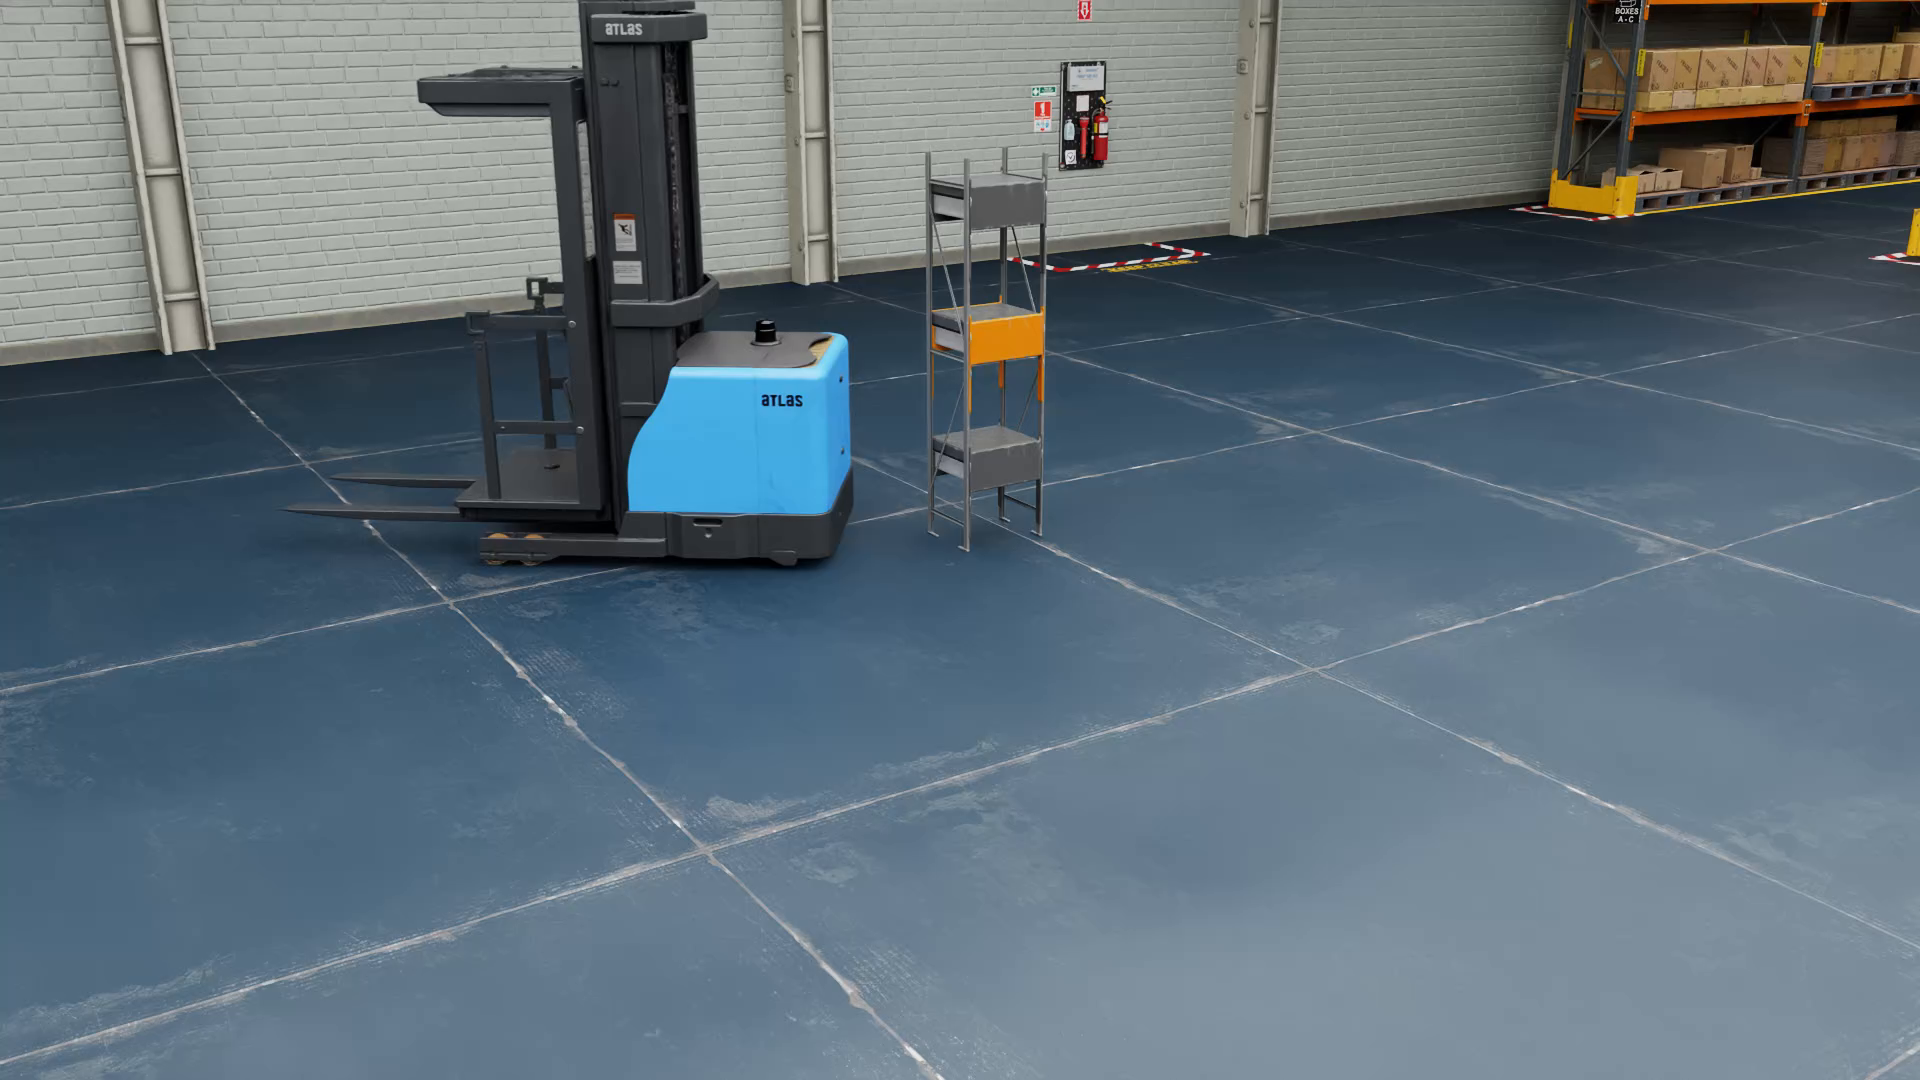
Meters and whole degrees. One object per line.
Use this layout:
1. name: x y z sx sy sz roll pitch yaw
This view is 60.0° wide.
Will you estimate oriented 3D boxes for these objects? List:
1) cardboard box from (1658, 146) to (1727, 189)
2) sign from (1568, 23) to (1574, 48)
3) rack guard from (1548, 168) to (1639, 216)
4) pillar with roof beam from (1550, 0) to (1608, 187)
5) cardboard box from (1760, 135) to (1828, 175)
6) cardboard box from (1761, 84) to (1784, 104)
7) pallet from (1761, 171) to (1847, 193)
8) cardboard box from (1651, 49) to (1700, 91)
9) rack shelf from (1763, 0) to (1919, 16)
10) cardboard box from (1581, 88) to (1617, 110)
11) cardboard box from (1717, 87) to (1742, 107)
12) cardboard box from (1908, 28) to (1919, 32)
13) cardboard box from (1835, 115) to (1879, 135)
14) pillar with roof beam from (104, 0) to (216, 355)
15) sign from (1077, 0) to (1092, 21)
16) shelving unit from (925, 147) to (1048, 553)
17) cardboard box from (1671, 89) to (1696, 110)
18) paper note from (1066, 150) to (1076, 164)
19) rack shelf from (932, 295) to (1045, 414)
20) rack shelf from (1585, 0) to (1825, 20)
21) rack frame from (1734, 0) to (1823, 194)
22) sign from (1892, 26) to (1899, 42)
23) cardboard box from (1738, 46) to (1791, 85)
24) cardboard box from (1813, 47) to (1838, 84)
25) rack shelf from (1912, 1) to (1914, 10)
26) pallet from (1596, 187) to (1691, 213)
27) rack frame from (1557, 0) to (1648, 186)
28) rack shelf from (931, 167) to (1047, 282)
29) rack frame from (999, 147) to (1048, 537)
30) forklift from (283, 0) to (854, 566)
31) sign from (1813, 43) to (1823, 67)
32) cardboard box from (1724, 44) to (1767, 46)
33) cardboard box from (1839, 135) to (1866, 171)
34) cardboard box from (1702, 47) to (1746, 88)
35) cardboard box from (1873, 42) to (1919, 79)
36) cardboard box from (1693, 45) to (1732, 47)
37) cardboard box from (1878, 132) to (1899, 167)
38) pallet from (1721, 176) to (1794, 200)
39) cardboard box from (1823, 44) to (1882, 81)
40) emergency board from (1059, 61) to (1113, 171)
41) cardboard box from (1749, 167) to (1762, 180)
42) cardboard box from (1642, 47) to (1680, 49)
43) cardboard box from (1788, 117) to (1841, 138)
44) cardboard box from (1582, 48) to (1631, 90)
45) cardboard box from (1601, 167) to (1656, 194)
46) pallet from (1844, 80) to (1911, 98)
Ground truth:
1. cardboard box: 10.160 -5.185 23.113 0.500 0.500 0.700 -14 23 -35
2. sign: 8.128 -6.697 22.068 0.005 0.325 0.100 -12 22 -31
3. rack guard: 8.480 -4.676 22.294 0.348 0.500 1.175 -12 22 -31
4. pillar with roof beam: 10.893 -7.892 18.537 0.400 9.000 9.100 -12 22 -31
5. cardboard box: 12.362 -5.709 24.665 0.500 0.500 0.700 -11 22 -30
6. cardboard box: 11.107 -6.239 23.220 0.500 0.250 0.500 -12 22 -31
7. pallet: 12.406 -5.367 24.792 1.213 0.211 1.003 -12 22 -31
8. cardboard box: 9.398 -6.228 22.016 0.500 0.500 0.500 -12 22 -31
9. rack shelf: 13.427 -7.983 24.615 4.000 0.370 1.077 -12 22 -31
10. cardboard box: 8.700 -5.919 22.272 0.500 0.250 0.500 -12 22 -31
11. cardboard box: 10.276 -6.058 22.682 0.500 0.250 0.500 -12 22 -31
12. cardboard box: 15.334 -7.958 26.277 0.500 0.250 0.500 -11 22 -30
13. cardboard box: 13.588 -6.319 25.297 0.500 0.250 0.500 -12 22 -32
14. pillar with roof beam: -4.141 -4.721 9.158 0.400 9.000 9.100 -12 22 -31
15. sign: 1.368 -5.843 18.223 0.199 0.298 0.001 -12 22 -31
16. shelving unit: 0.138 -1.024 8.995 0.503 2.100 0.431 -12 22 -31
17. cardboard box: 9.424 -5.881 22.160 0.500 0.250 0.500 -13 22 -33
18. paper note: 1.243 -4.289 18.624 0.142 0.148 0.016 -12 22 -31
19. rack shelf: 0.138 -1.011 8.999 0.480 0.518 0.431 -12 22 -31
20. rack shelf: 10.086 -7.279 22.531 4.000 0.370 1.077 -12 22 -31
21. rack frame: 11.757 -6.551 23.938 0.127 3.000 1.000 -12 22 -31
22. sign: 14.790 -7.952 26.274 0.005 0.325 0.100 -12 22 -31
23. cardboard box: 11.118 -6.589 23.084 0.500 0.500 0.500 -12 22 -32
24. cardboard box: 12.201 -6.887 24.090 0.500 0.500 0.700 -12 22 -31
25. rack shelf: 16.768 -8.688 26.699 4.000 0.370 1.077 -12 22 -31
26. pallet: 9.178 -4.672 22.736 1.213 0.211 1.003 -12 22 -31
27. rack frame: 8.416 -5.846 21.854 0.127 3.000 1.000 -12 22 -31
28. rack shelf: 0.138 -1.674 8.775 0.480 0.518 0.431 -12 22 -31
29. rack frame: 0.342 -1.067 9.122 0.015 2.100 0.400 -12 22 -31
30. forklift: -2.154 -1.418 8.863 3.031 2.935 1.130 1 19 4
31. sign: 12.062 -6.817 23.374 0.005 0.325 0.100 -12 22 -31
32. cardboard box: 11.249 -6.818 23.760 0.500 0.500 0.500 -13 22 -33
33. cardboard box: 13.215 -5.893 25.208 0.500 0.500 0.700 -12 22 -31
34. cardboard box: 10.258 -6.412 22.558 0.500 0.500 0.500 -11 22 -30
35. cardboard box: 14.259 -7.320 25.371 0.500 0.500 0.700 -14 23 -36
36. cardboard box: 10.396 -6.641 23.238 0.500 0.500 0.500 -11 22 -30
37. cardboard box: 14.031 -6.079 25.760 0.500 0.500 0.700 -12 22 -31
38. pallet: 11.215 -5.102 24.007 1.213 0.211 1.003 -12 22 -31
39. cardboard box: 13.204 -7.108 24.743 0.500 0.500 0.700 -9 21 -24
40. emergency board: 1.429 -4.719 18.520 0.643 1.169 0.194 -12 22 -31
41. cardboard box: 11.326 -5.315 24.019 0.250 0.166 0.380 -16 24 -38
42. cardboard box: 9.548 -6.458 22.696 0.500 0.500 0.500 -13 22 -33
43. cardboard box: 12.728 -6.143 24.777 0.500 0.250 0.500 -12 22 -33
44. cardboard box: 8.693 -6.280 22.169 0.500 0.500 0.500 -12 22 -32
45. cardboard box: 9.043 -4.879 22.504 0.500 0.311 0.500 -15 24 -37
46. pallet: 13.467 -6.805 24.989 1.213 0.211 1.003 -12 22 -31
